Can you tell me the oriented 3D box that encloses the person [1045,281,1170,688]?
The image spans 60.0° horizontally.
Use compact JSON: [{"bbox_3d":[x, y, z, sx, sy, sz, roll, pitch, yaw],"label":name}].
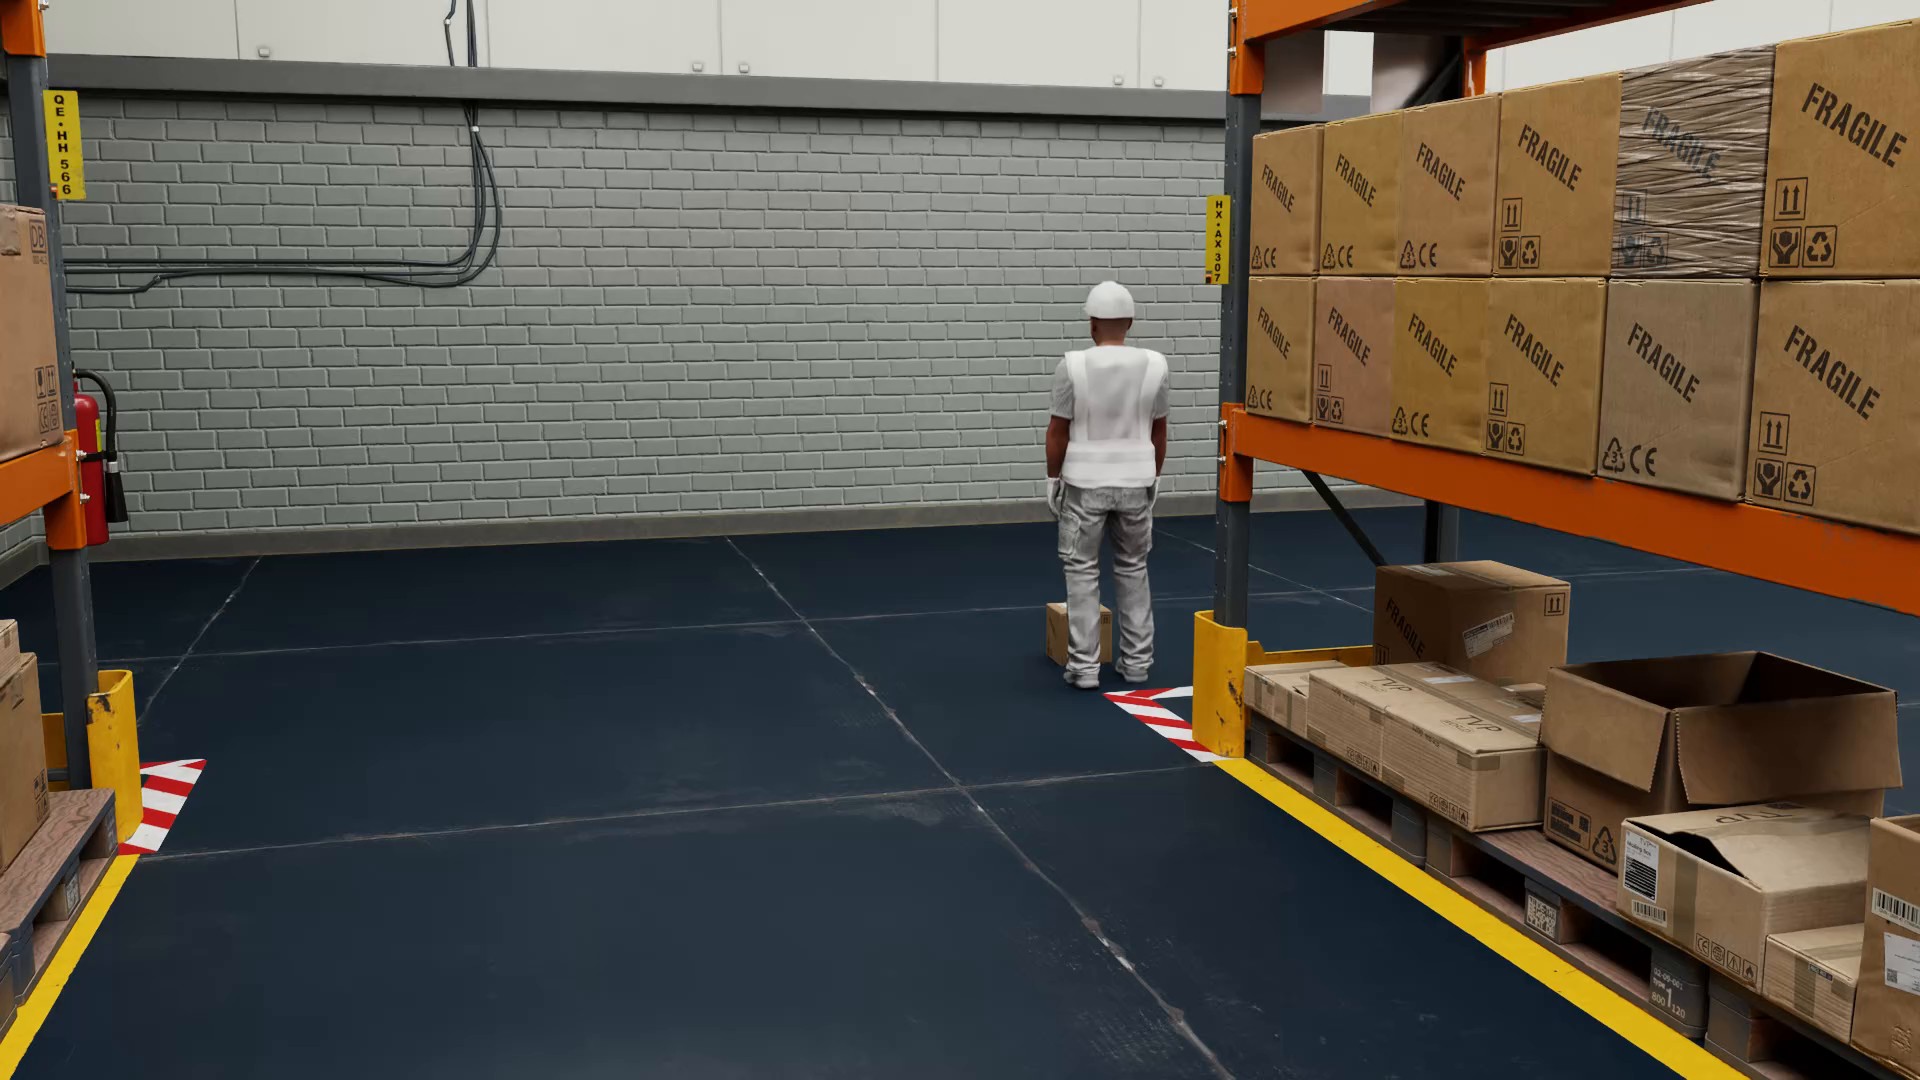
[{"bbox_3d":[0.638,-0.237,7.360,0.549,1.795,0.393,-2,9,-11],"label":"person"}]
